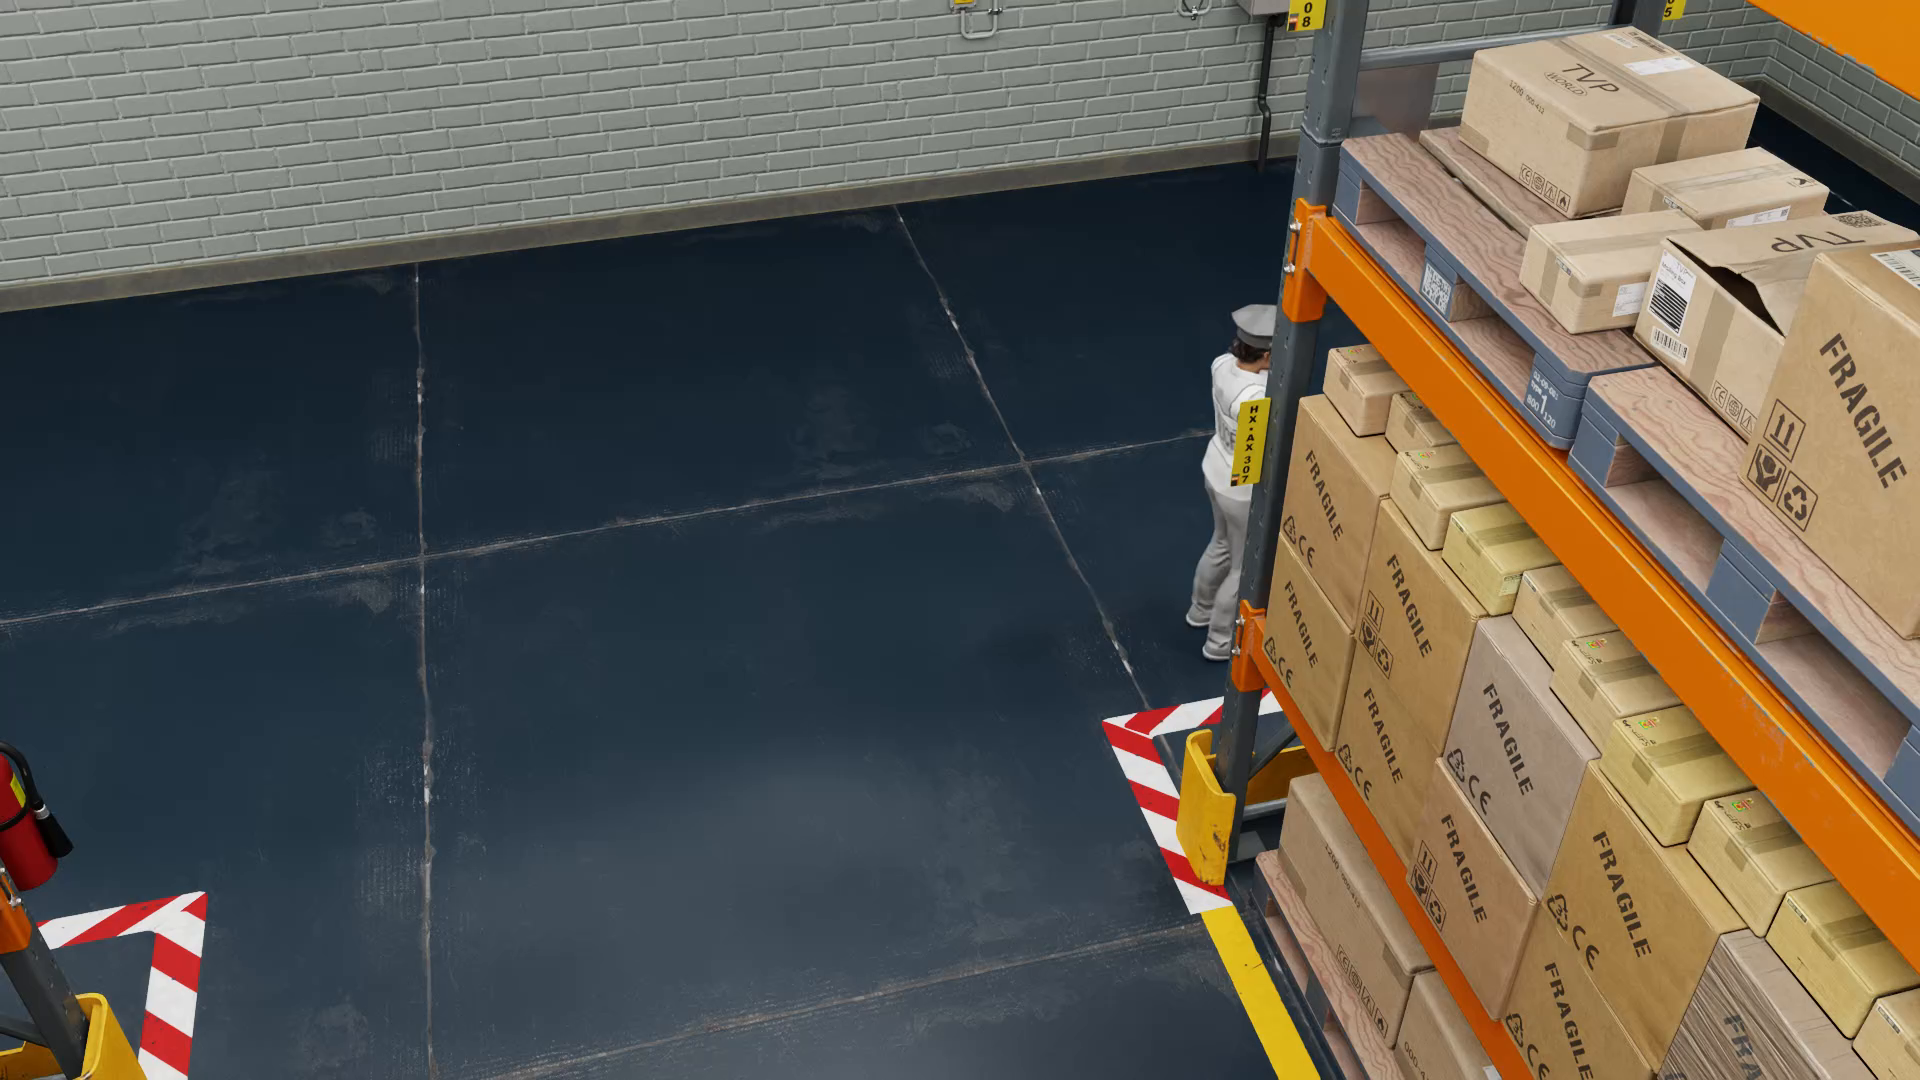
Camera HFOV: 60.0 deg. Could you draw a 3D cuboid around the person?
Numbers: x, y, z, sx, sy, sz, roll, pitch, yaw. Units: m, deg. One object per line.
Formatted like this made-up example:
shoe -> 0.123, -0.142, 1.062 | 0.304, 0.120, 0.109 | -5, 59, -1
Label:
person -> 1.187, -0.232, 7.015 | 0.327, 1.664, 0.471 | -9, 39, -11
